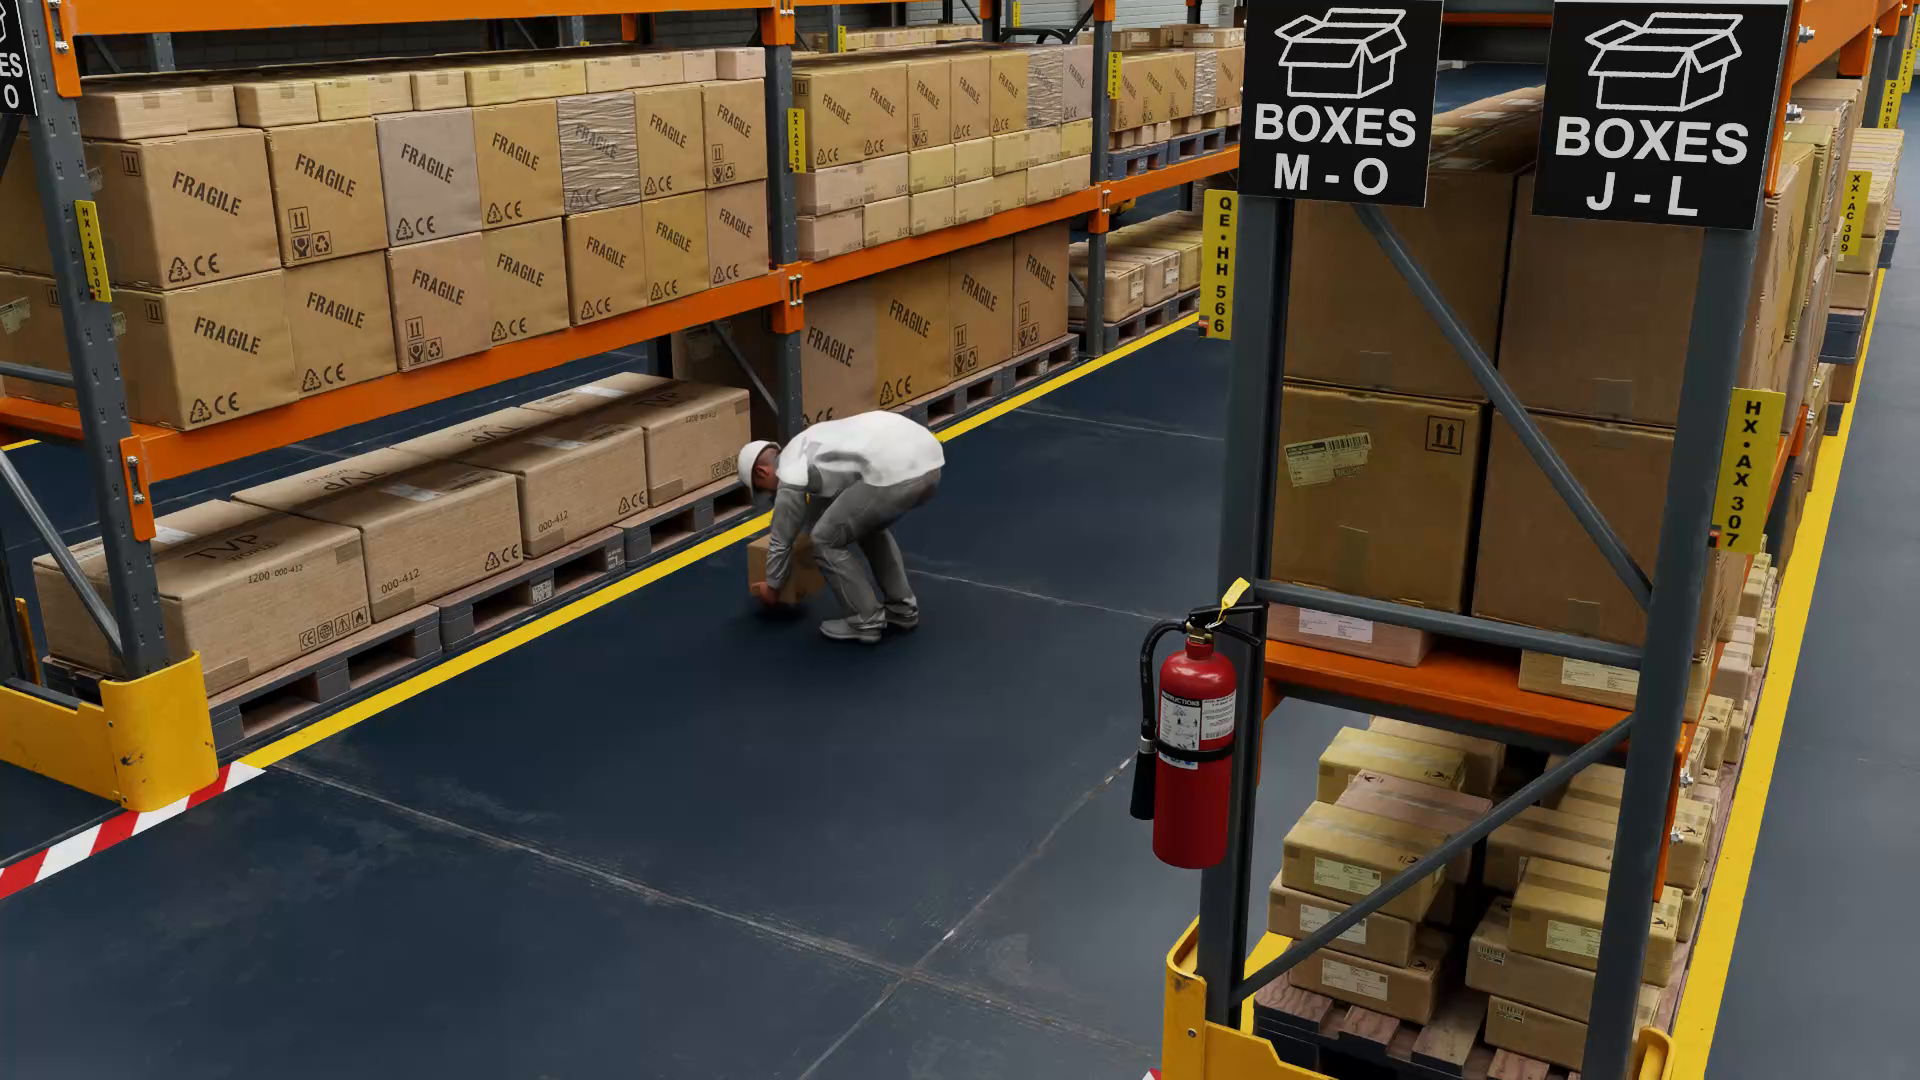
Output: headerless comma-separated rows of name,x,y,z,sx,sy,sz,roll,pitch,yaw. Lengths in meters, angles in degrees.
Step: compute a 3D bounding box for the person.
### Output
person,-0.559,-0.094,7.444,1.000,1.014,0.489,9,21,25
